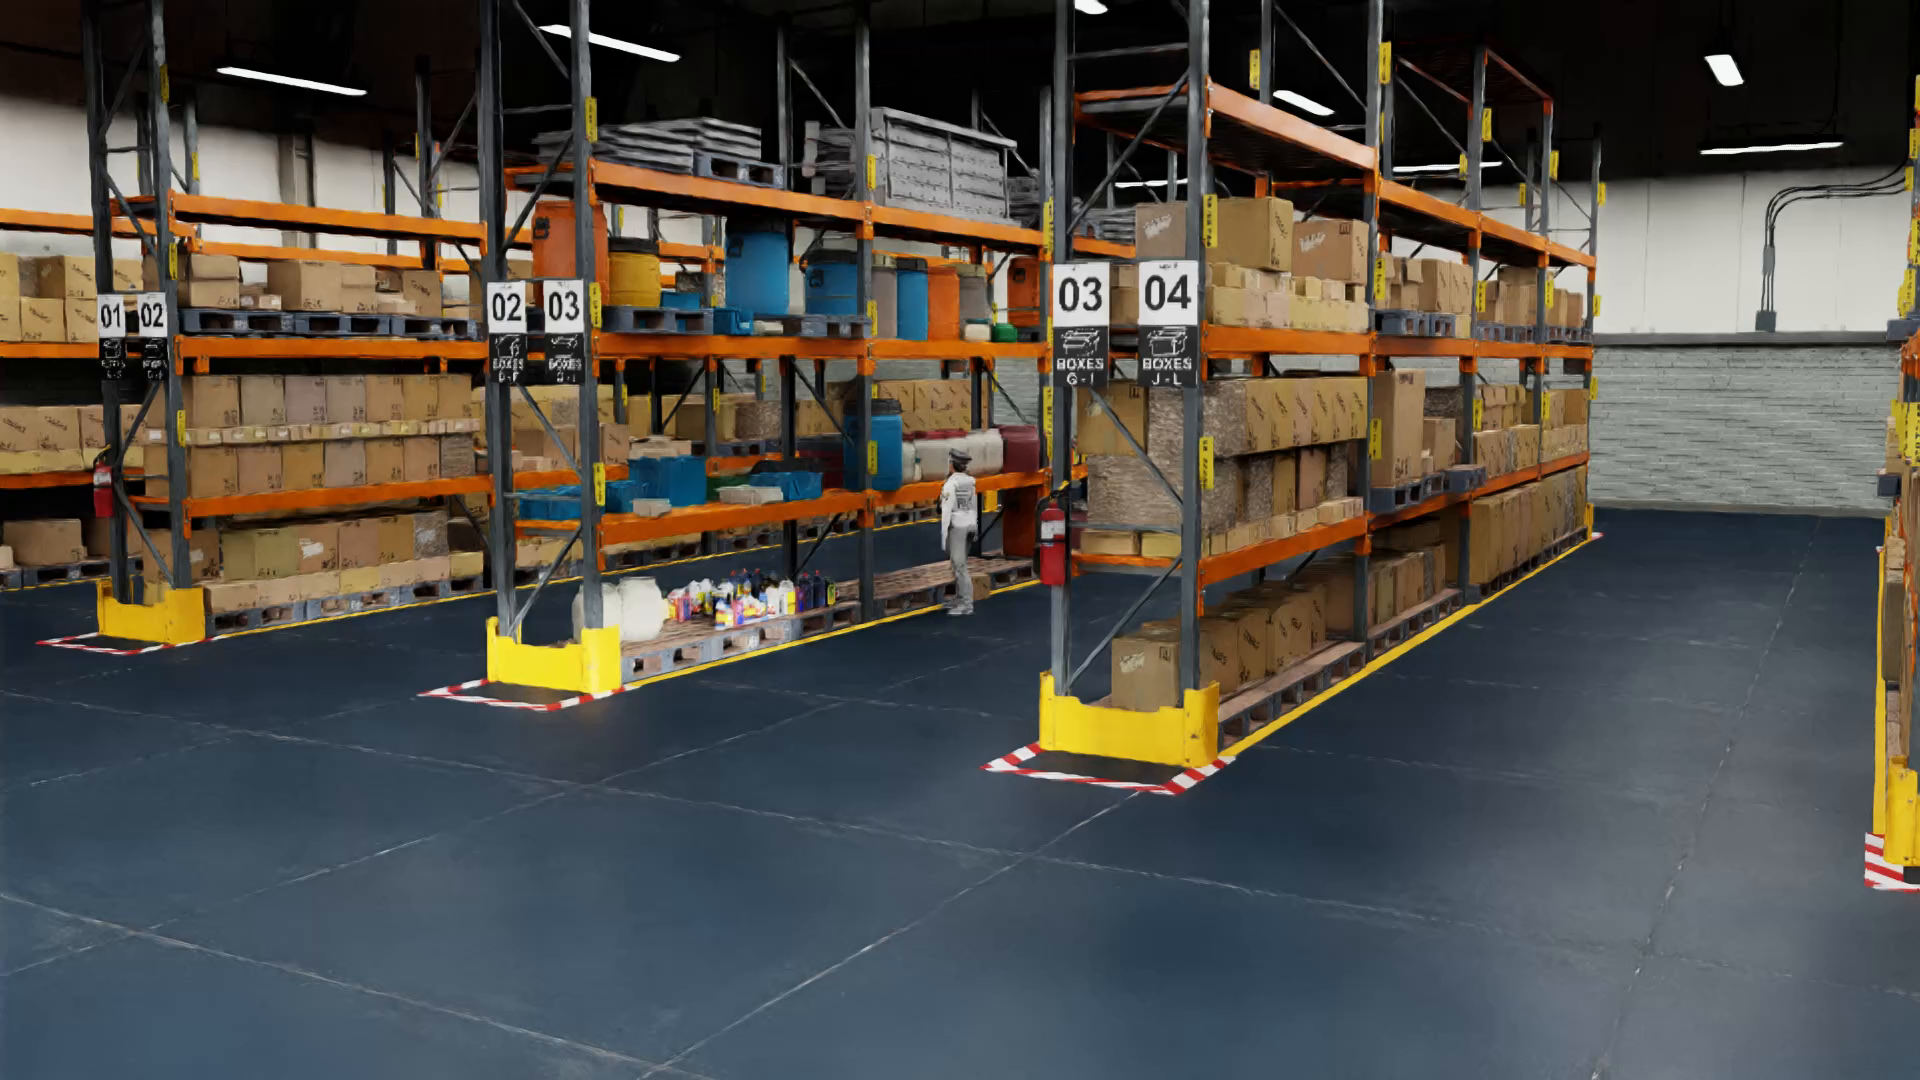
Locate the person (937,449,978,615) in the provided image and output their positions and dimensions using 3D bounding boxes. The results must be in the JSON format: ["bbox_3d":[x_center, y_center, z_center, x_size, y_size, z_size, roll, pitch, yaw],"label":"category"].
[{"bbox_3d":[-0.018,-0.097,17.057,0.561,1.666,0.644,4,7,34],"label":"person"}]
